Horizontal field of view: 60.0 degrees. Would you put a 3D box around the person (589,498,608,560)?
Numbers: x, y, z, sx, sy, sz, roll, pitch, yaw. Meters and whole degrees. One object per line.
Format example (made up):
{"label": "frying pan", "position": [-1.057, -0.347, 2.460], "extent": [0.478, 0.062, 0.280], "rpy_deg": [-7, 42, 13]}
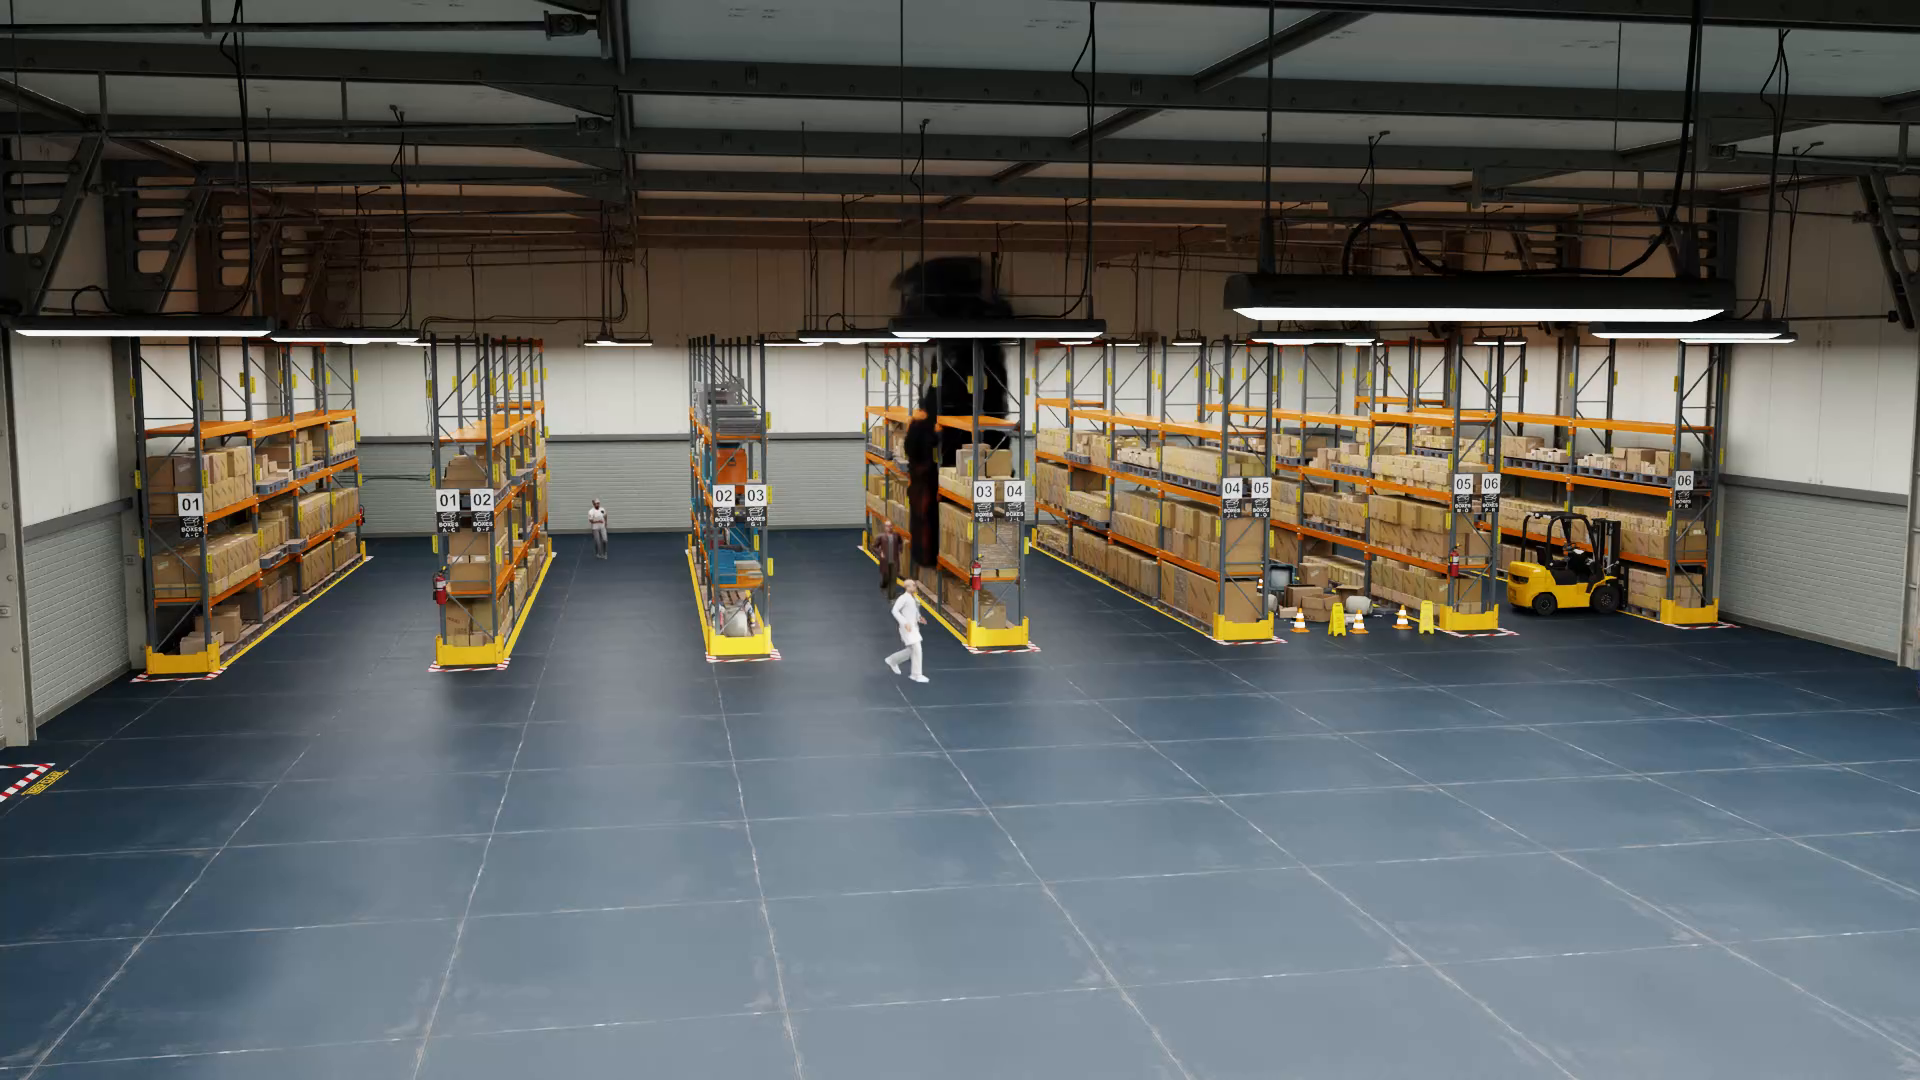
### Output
{"label": "person", "position": [-9.874, -0.293, 45.412], "extent": [0.522, 1.727, 0.674], "rpy_deg": [-3, 7, -21]}

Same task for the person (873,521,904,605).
{"label": "person", "position": [-1.520, 0.474, 35.717], "extent": [0.711, 1.780, 0.923], "rpy_deg": [-2, 7, -15]}

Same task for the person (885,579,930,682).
{"label": "person", "position": [-0.930, 1.564, 28.830], "extent": [0.854, 1.784, 0.732], "rpy_deg": [2, 7, 17]}
